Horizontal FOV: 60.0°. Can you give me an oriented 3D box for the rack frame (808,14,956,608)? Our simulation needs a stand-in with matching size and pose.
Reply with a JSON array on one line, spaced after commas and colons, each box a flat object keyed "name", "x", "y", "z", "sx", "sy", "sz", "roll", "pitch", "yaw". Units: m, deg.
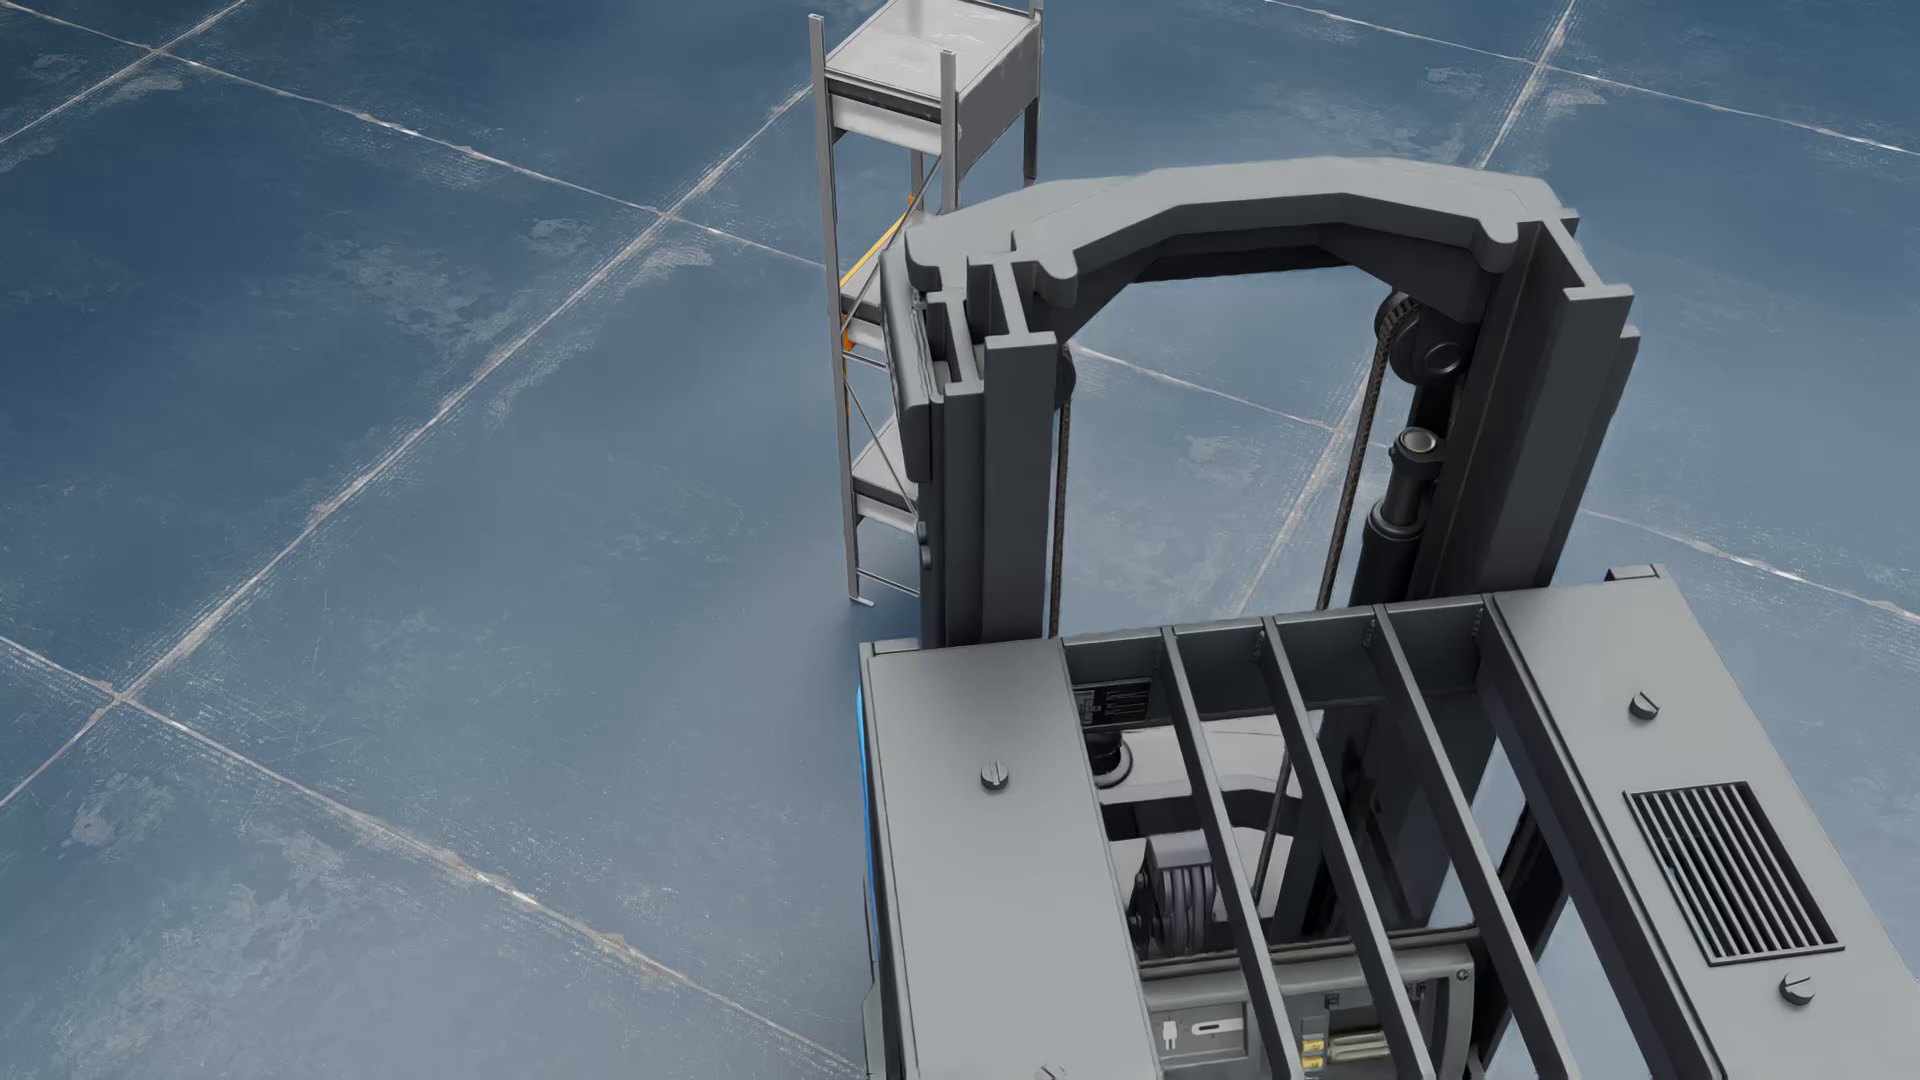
[{"name": "rack frame", "x": -0.190, "y": -0.480, "z": 4.748, "sx": 0.400, "sy": 2.100, "sz": 0.015, "roll": 20, "pitch": 49, "yaw": 19}]

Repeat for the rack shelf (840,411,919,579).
[{"name": "rack shelf", "x": -0.077, "y": -0.132, "z": 5.408, "sx": 0.431, "sy": 0.518, "sz": 0.480, "roll": 20, "pitch": 49, "yaw": 19}]

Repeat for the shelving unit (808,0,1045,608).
[{"name": "shelving unit", "x": -0.077, "y": -0.634, "z": 4.900, "sx": 0.431, "sy": 2.100, "sz": 0.503, "roll": 20, "pitch": 49, "yaw": 19}]

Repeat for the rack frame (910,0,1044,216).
[{"name": "rack frame", "x": 0.036, "y": -0.788, "z": 5.052, "sx": 0.400, "sy": 2.100, "sz": 0.015, "roll": 20, "pitch": 49, "yaw": 19}]

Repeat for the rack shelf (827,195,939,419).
[{"name": "rack shelf", "x": -0.077, "y": -0.624, "z": 4.910, "sx": 0.431, "sy": 0.518, "sz": 0.480, "roll": 20, "pitch": 49, "yaw": 19}]

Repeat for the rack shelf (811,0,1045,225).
[{"name": "rack shelf", "x": -0.077, "y": -1.116, "z": 4.412, "sx": 0.431, "sy": 0.518, "sz": 0.480, "roll": 20, "pitch": 49, "yaw": 19}]

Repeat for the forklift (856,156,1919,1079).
[{"name": "forklift", "x": 0.446, "y": 1.018, "z": 2.683, "sx": 1.130, "sy": 2.935, "sz": 3.031, "roll": -5, "pitch": 46, "yaw": -5}]
